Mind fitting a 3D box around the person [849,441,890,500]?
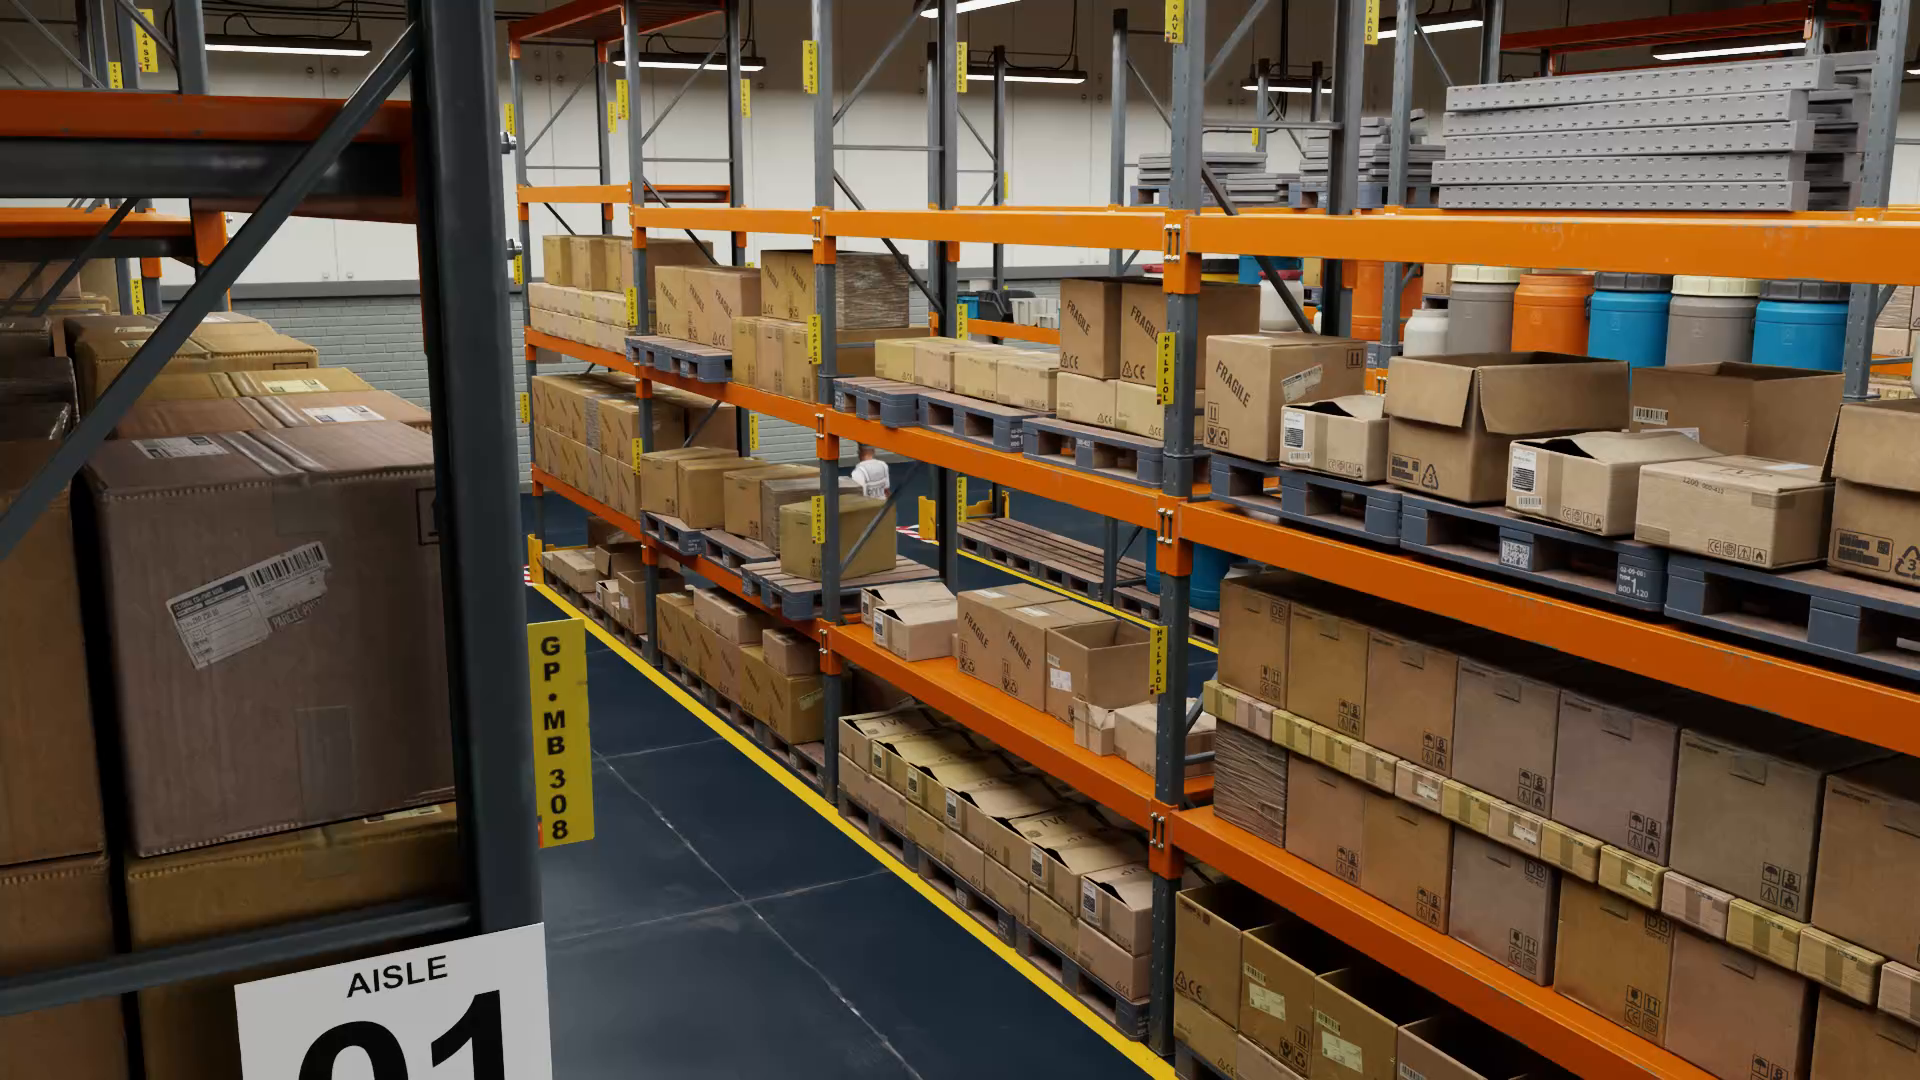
[{"bbox_3d":[-0.950,-0.208,17.350,0.654,1.743,0.589,8,14,33],"label":"person"}]
